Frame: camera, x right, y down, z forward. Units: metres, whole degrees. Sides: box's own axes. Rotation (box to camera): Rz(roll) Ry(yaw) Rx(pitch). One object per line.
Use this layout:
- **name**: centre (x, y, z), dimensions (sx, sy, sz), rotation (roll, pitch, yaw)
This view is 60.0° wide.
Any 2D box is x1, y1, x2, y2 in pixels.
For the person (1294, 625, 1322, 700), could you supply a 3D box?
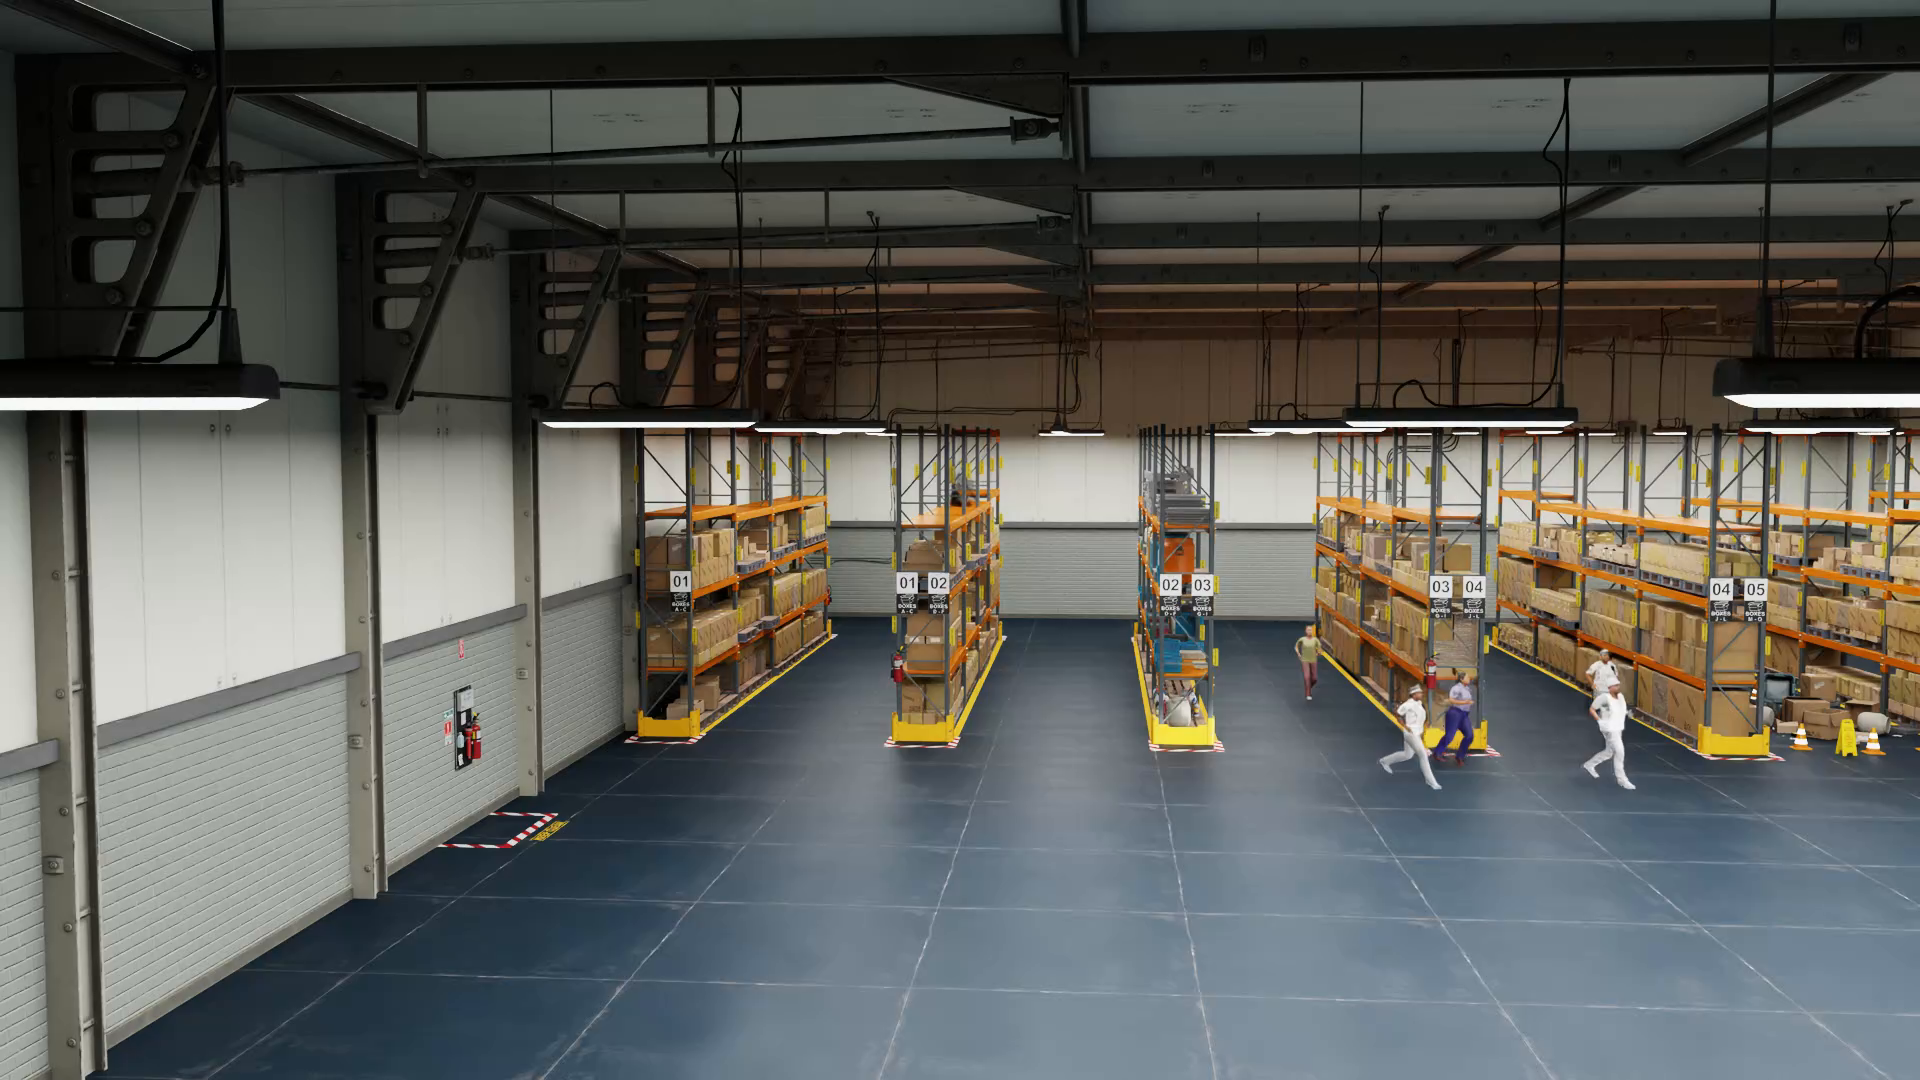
- **person**: centre (7.662, 2.679, 36.587), dimensions (0.586, 1.628, 0.752), rotation (0, 3, 3)

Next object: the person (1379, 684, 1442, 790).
- **person**: centre (7.458, 3.217, 27.478), dimensions (1.095, 1.711, 0.545), rotation (2, 4, 30)

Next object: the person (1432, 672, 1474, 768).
- **person**: centre (8.754, 3.150, 29.233), dimensions (0.637, 1.675, 0.697), rotation (-3, 4, -38)

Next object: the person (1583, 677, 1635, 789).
- **person**: centre (10.772, 3.152, 27.508), dimensions (0.665, 1.797, 0.926), rotation (-3, 5, -41)

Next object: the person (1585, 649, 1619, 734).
- **person**: centre (12.511, 2.935, 32.335), dimensions (0.620, 1.634, 0.823), rotation (0, 3, -5)
